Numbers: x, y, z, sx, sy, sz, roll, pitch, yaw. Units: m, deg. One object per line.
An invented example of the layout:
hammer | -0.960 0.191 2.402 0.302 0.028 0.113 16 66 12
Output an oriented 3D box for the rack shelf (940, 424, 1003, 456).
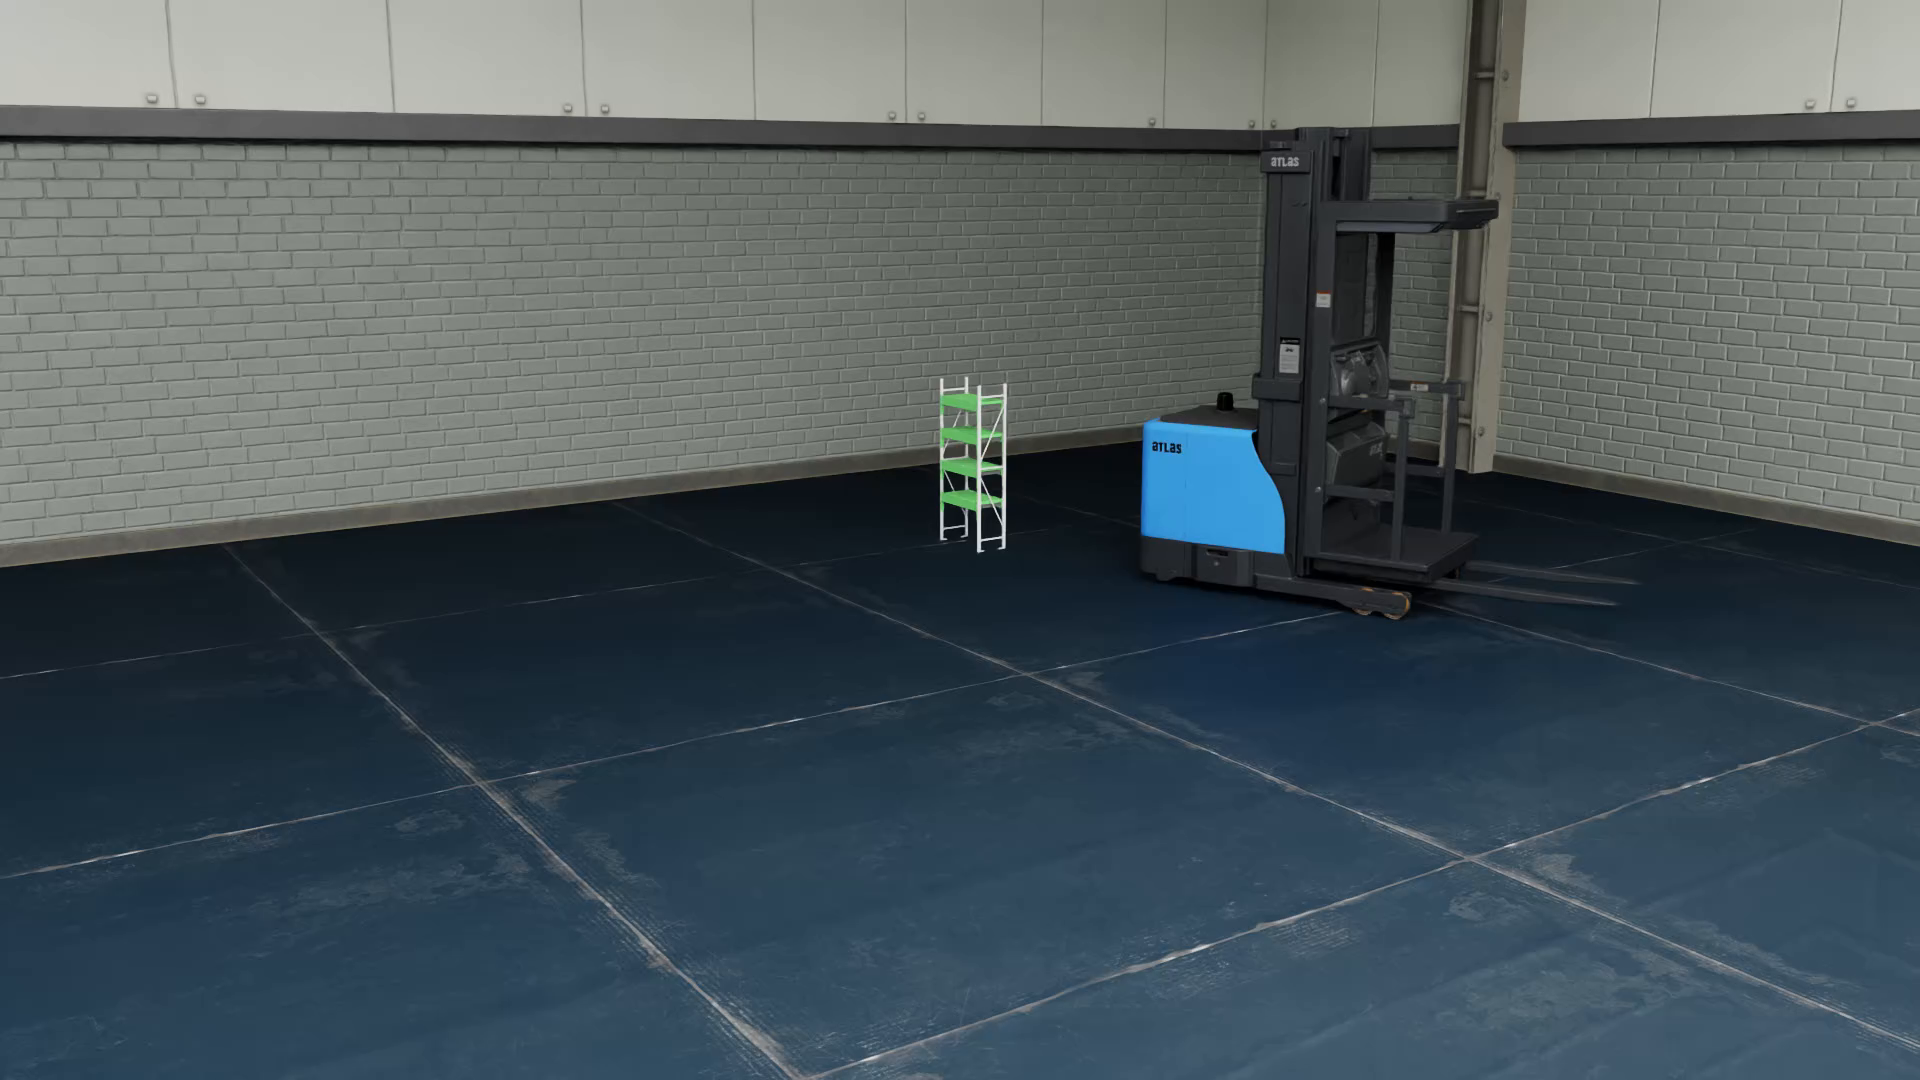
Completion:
rack shelf | 0.092 -0.729 12.061 0.258 0.148 0.480 -8 15 -33

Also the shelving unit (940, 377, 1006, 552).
shelving unit | 0.092 -0.557 12.099 0.258 1.200 0.503 -8 15 -33

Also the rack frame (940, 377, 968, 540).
rack frame | -0.043 -0.600 12.297 0.240 1.200 0.015 -8 15 -33

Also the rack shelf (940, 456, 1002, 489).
rack shelf | 0.092 -0.494 12.113 0.258 0.148 0.480 -8 15 -33

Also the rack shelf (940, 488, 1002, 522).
rack shelf | 0.092 -0.260 12.164 0.258 0.148 0.480 -8 15 -33

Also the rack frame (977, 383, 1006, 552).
rack frame | 0.227 -0.513 11.901 0.240 1.200 0.015 -8 15 -33

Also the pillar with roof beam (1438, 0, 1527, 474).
pillar with roof beam | 1.089 -4.541 12.061 9.100 9.000 0.400 -8 15 -33

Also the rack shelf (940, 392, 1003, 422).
rack shelf | 0.092 -0.963 12.010 0.258 0.148 0.480 -8 15 -33

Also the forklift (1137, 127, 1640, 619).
forklift | 2.700 -1.076 10.422 3.031 2.935 1.130 8 15 32
